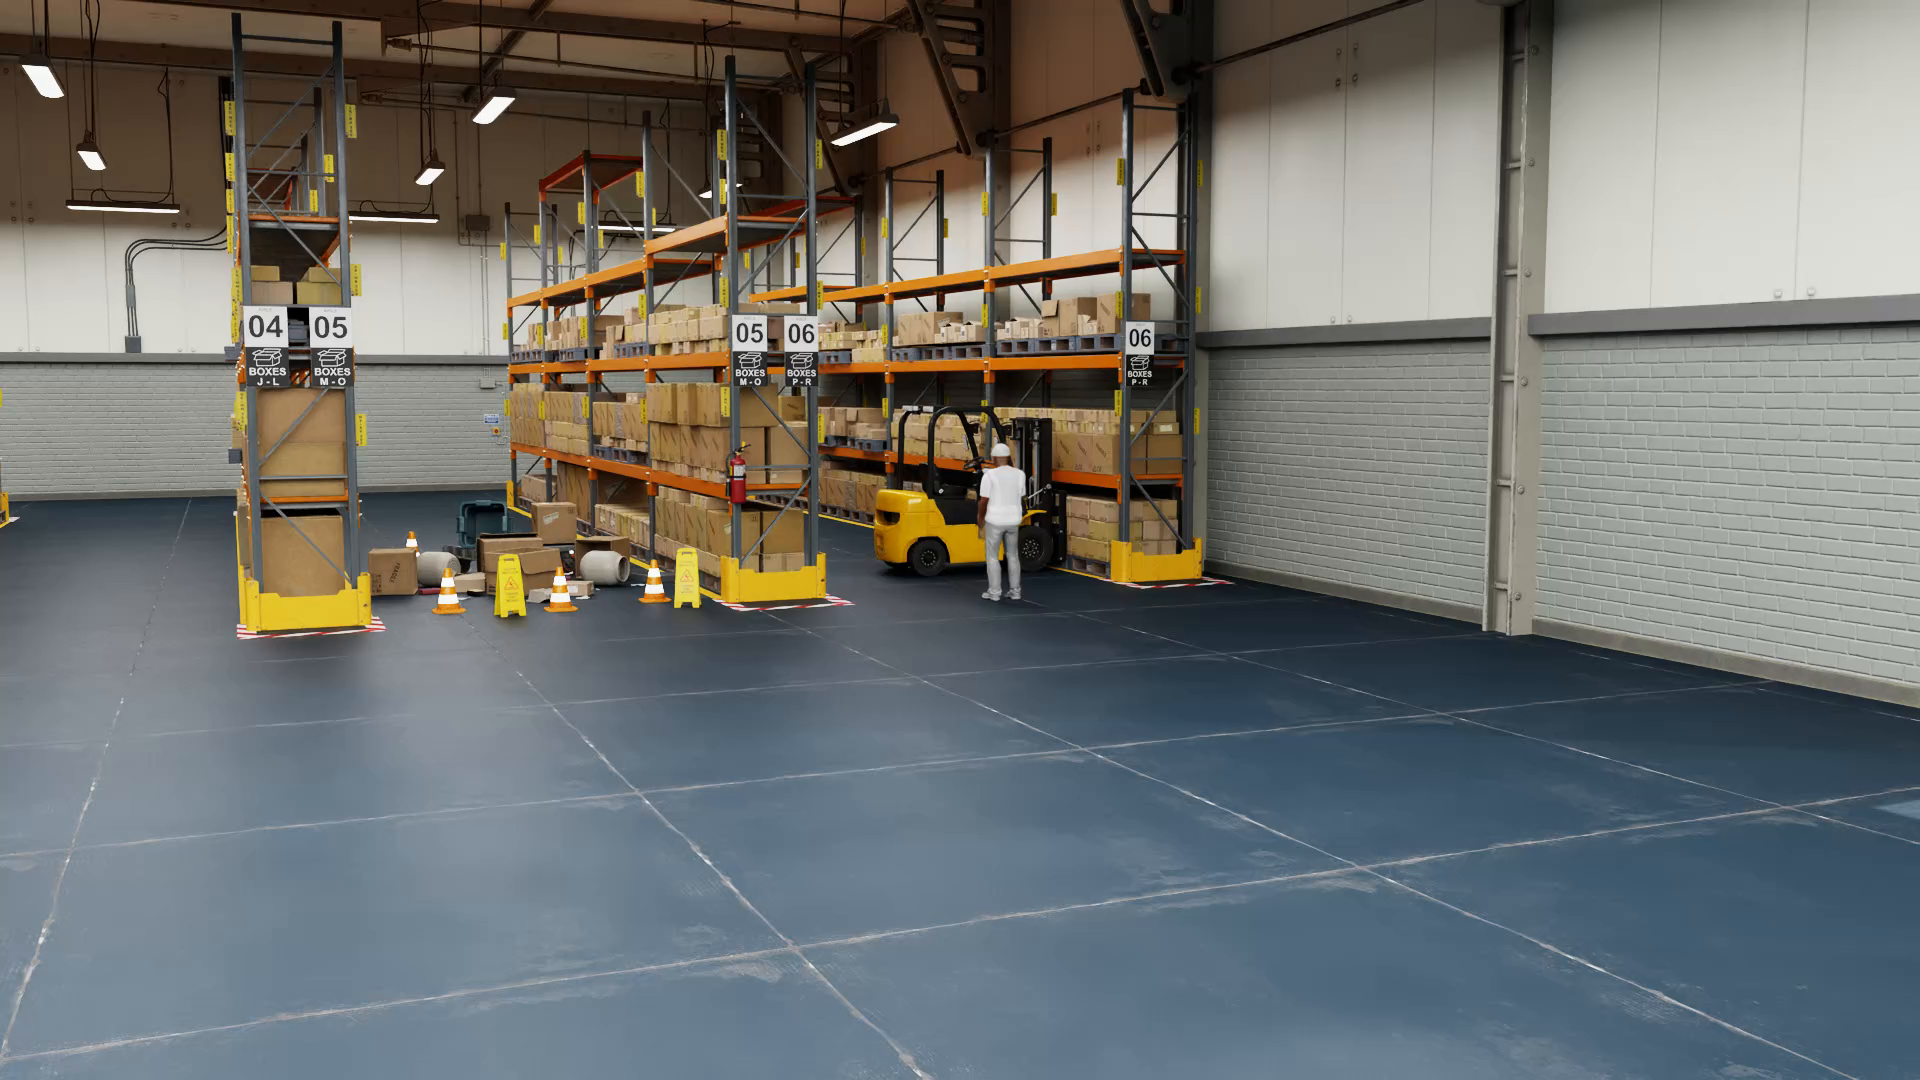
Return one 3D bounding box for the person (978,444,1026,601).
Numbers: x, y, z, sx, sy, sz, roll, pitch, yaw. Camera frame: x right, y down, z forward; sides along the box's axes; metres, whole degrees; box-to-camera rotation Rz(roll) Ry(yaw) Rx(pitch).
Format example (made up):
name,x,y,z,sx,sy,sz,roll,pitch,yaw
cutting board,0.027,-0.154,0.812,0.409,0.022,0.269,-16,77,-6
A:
name,x,y,z,sx,sy,sz,roll,pitch,yaw
person,0.463,-0.207,18.848,0.572,1.767,0.470,-2,6,-25
